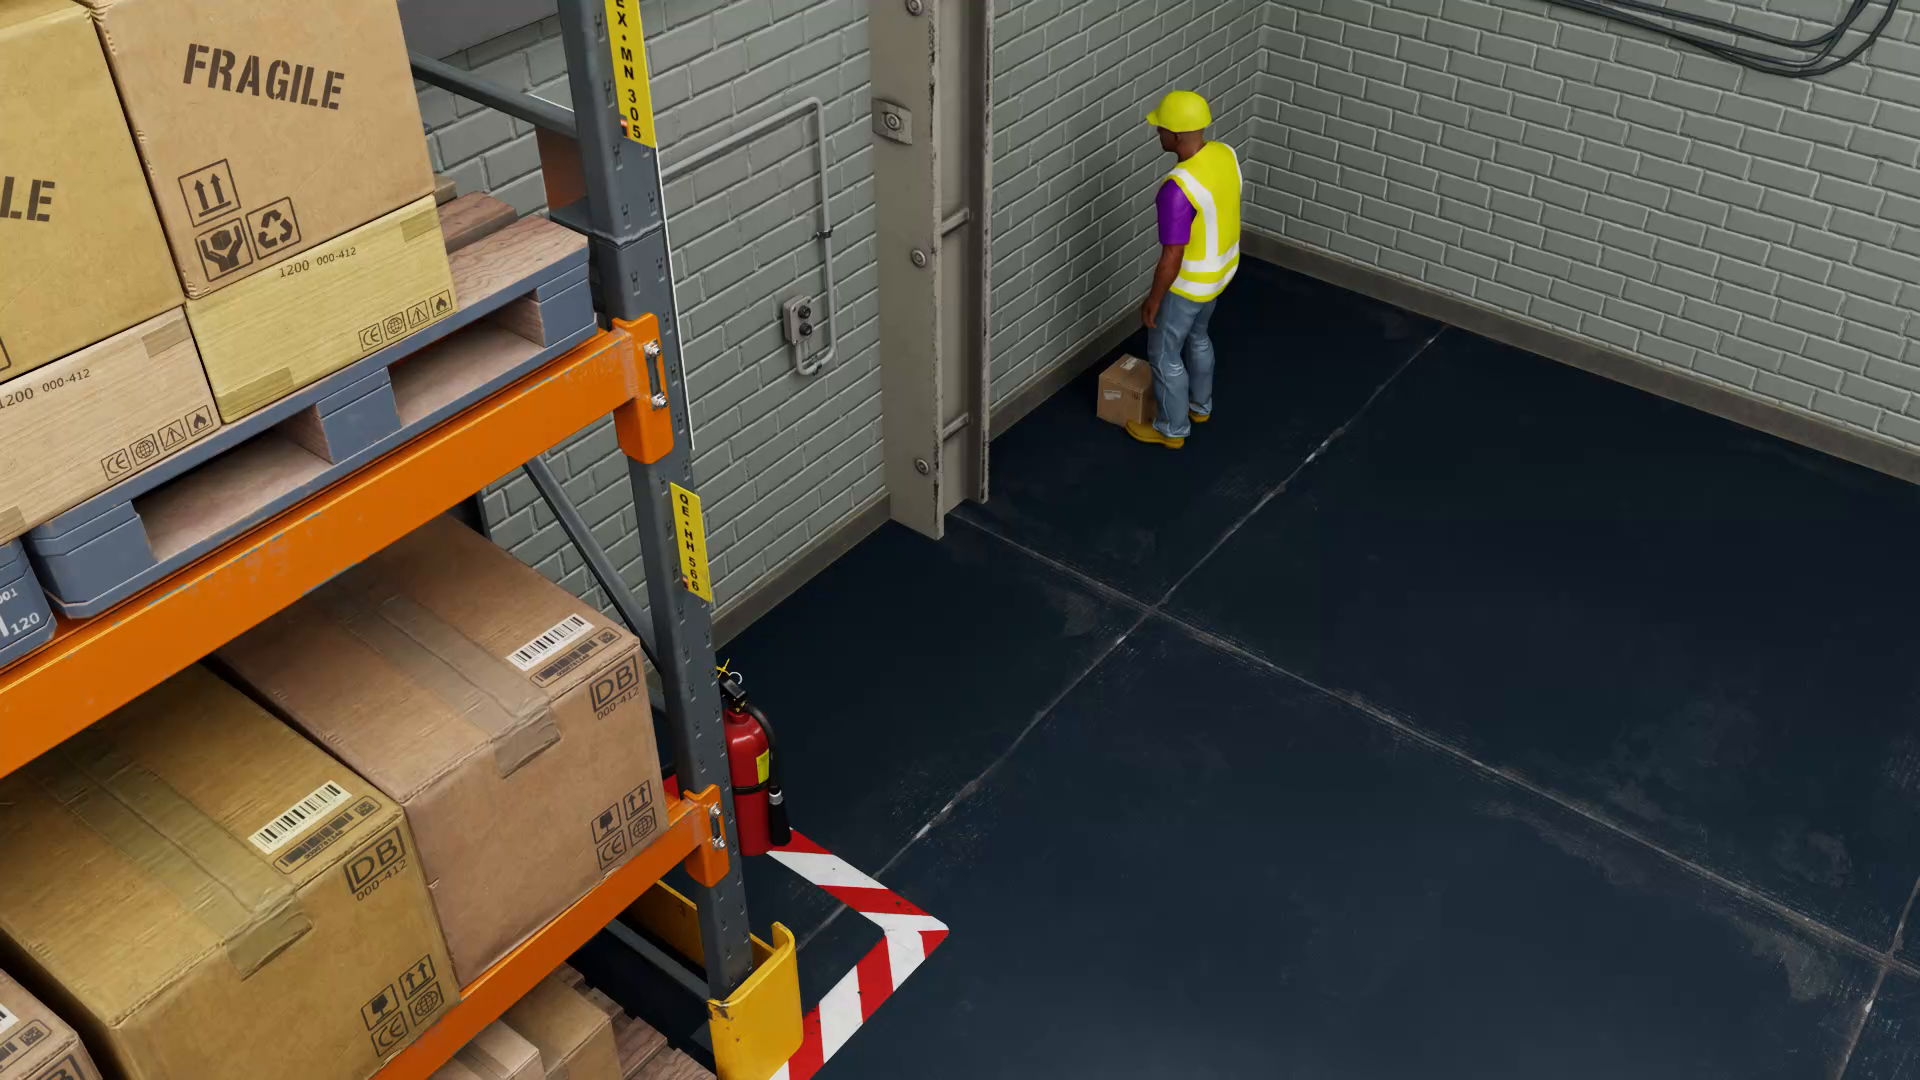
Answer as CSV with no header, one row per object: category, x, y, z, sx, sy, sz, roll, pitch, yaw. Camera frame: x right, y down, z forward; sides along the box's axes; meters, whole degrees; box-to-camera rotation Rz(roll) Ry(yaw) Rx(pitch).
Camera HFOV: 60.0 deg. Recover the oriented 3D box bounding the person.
person,1.032,-1.231,7.679,0.457,1.760,0.635,23,44,26
